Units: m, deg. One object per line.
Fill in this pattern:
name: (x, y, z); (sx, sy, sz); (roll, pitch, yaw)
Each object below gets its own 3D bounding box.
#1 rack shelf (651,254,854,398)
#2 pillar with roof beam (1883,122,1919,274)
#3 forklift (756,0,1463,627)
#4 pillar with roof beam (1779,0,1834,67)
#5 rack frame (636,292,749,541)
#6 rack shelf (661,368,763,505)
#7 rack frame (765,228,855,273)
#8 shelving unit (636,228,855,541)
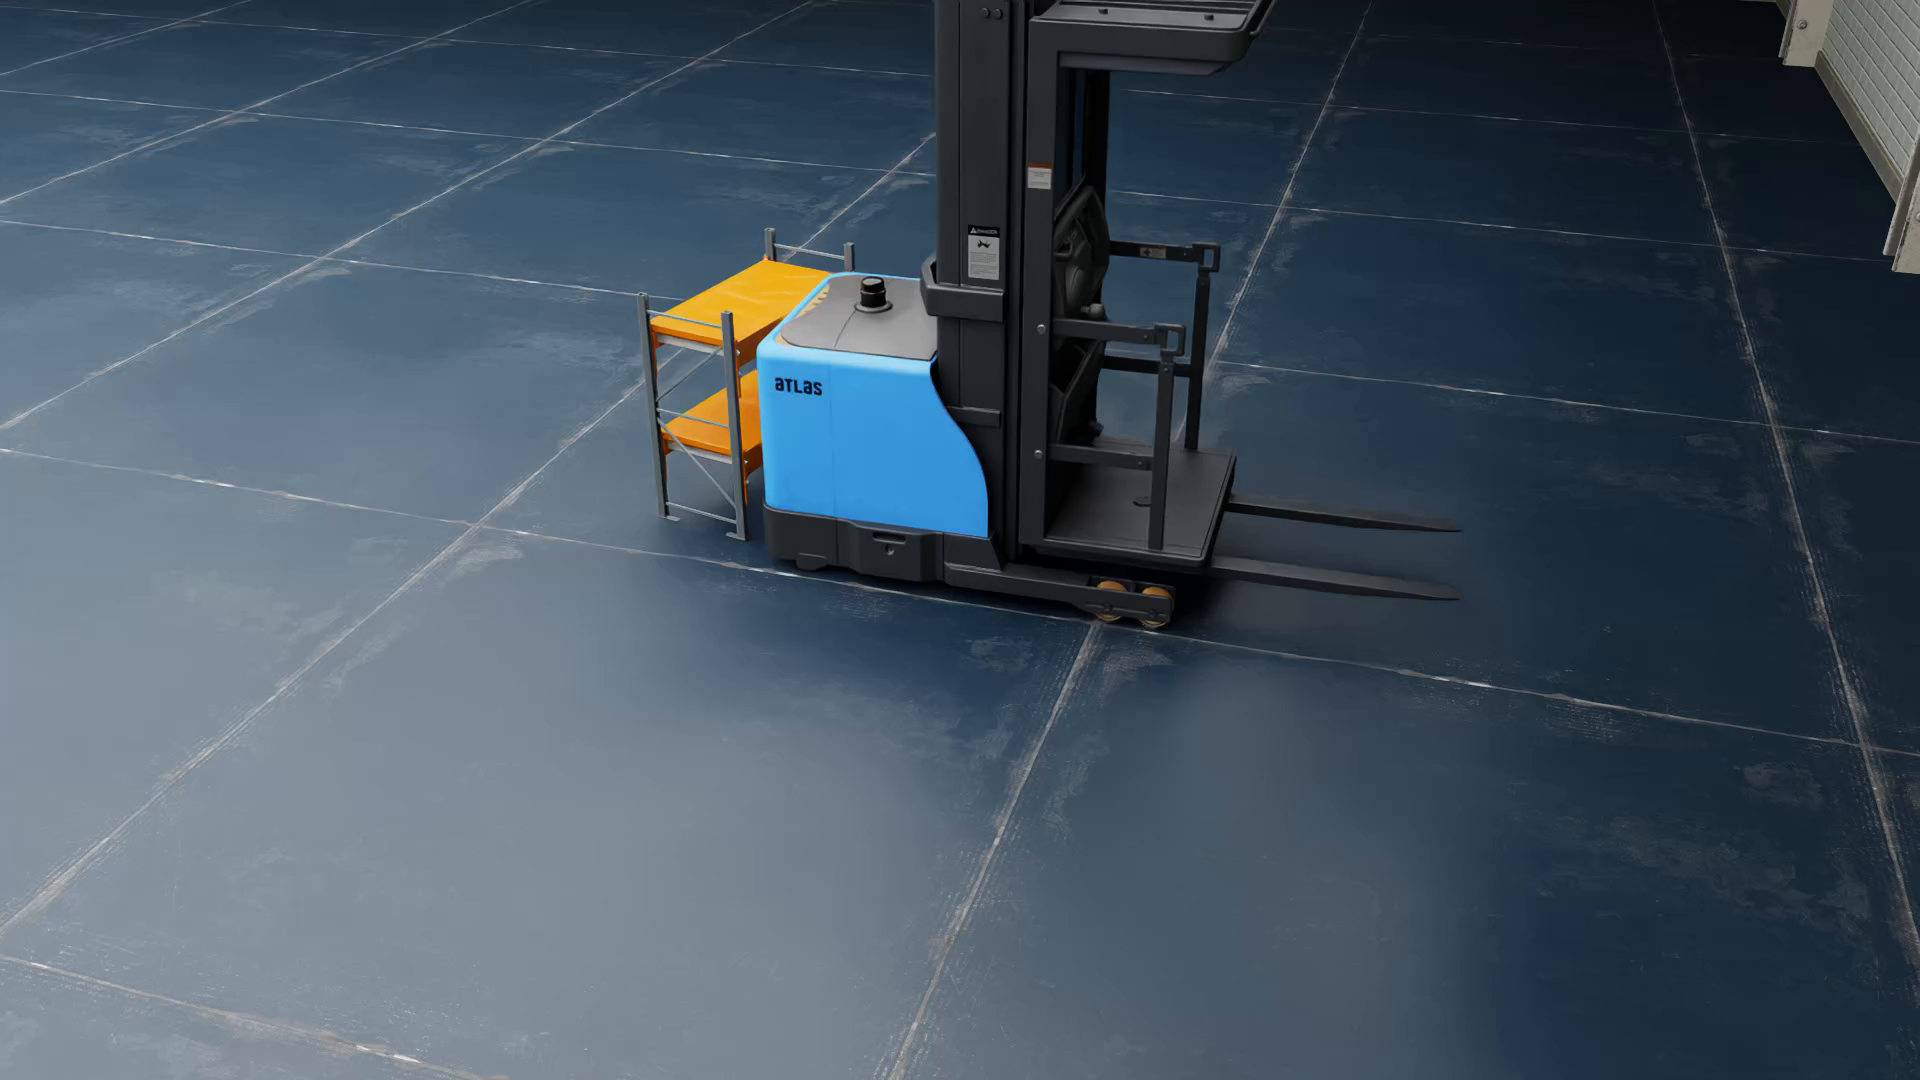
rack shelf: (-0.974, -1.024, 7.832); (0.538, 0.278, 1.000); (15, 32, 24)
pillar with roof beam: (2.218, -6.380, 9.963); (9.100, 9.000, 0.400); (8, 30, 15)
forklift: (0.693, -1.198, 6.888); (3.031, 2.935, 1.130); (8, 30, 14)
pillar with roof beam: (3.979, -9.169, 14.975); (9.100, 9.000, 0.400); (8, 30, 15)
rack frame: (-1.214, -0.551, 7.583); (0.500, 1.125, 0.032); (15, 32, 24)
rack shelf: (-0.974, -0.555, 8.094); (0.538, 0.278, 1.000); (15, 32, 24)
rack frame: (-0.735, -0.987, 8.367); (0.500, 1.125, 0.032); (15, 32, 24)
shelving unit: (-0.974, -0.769, 7.975); (0.538, 1.125, 1.048); (15, 32, 24)
